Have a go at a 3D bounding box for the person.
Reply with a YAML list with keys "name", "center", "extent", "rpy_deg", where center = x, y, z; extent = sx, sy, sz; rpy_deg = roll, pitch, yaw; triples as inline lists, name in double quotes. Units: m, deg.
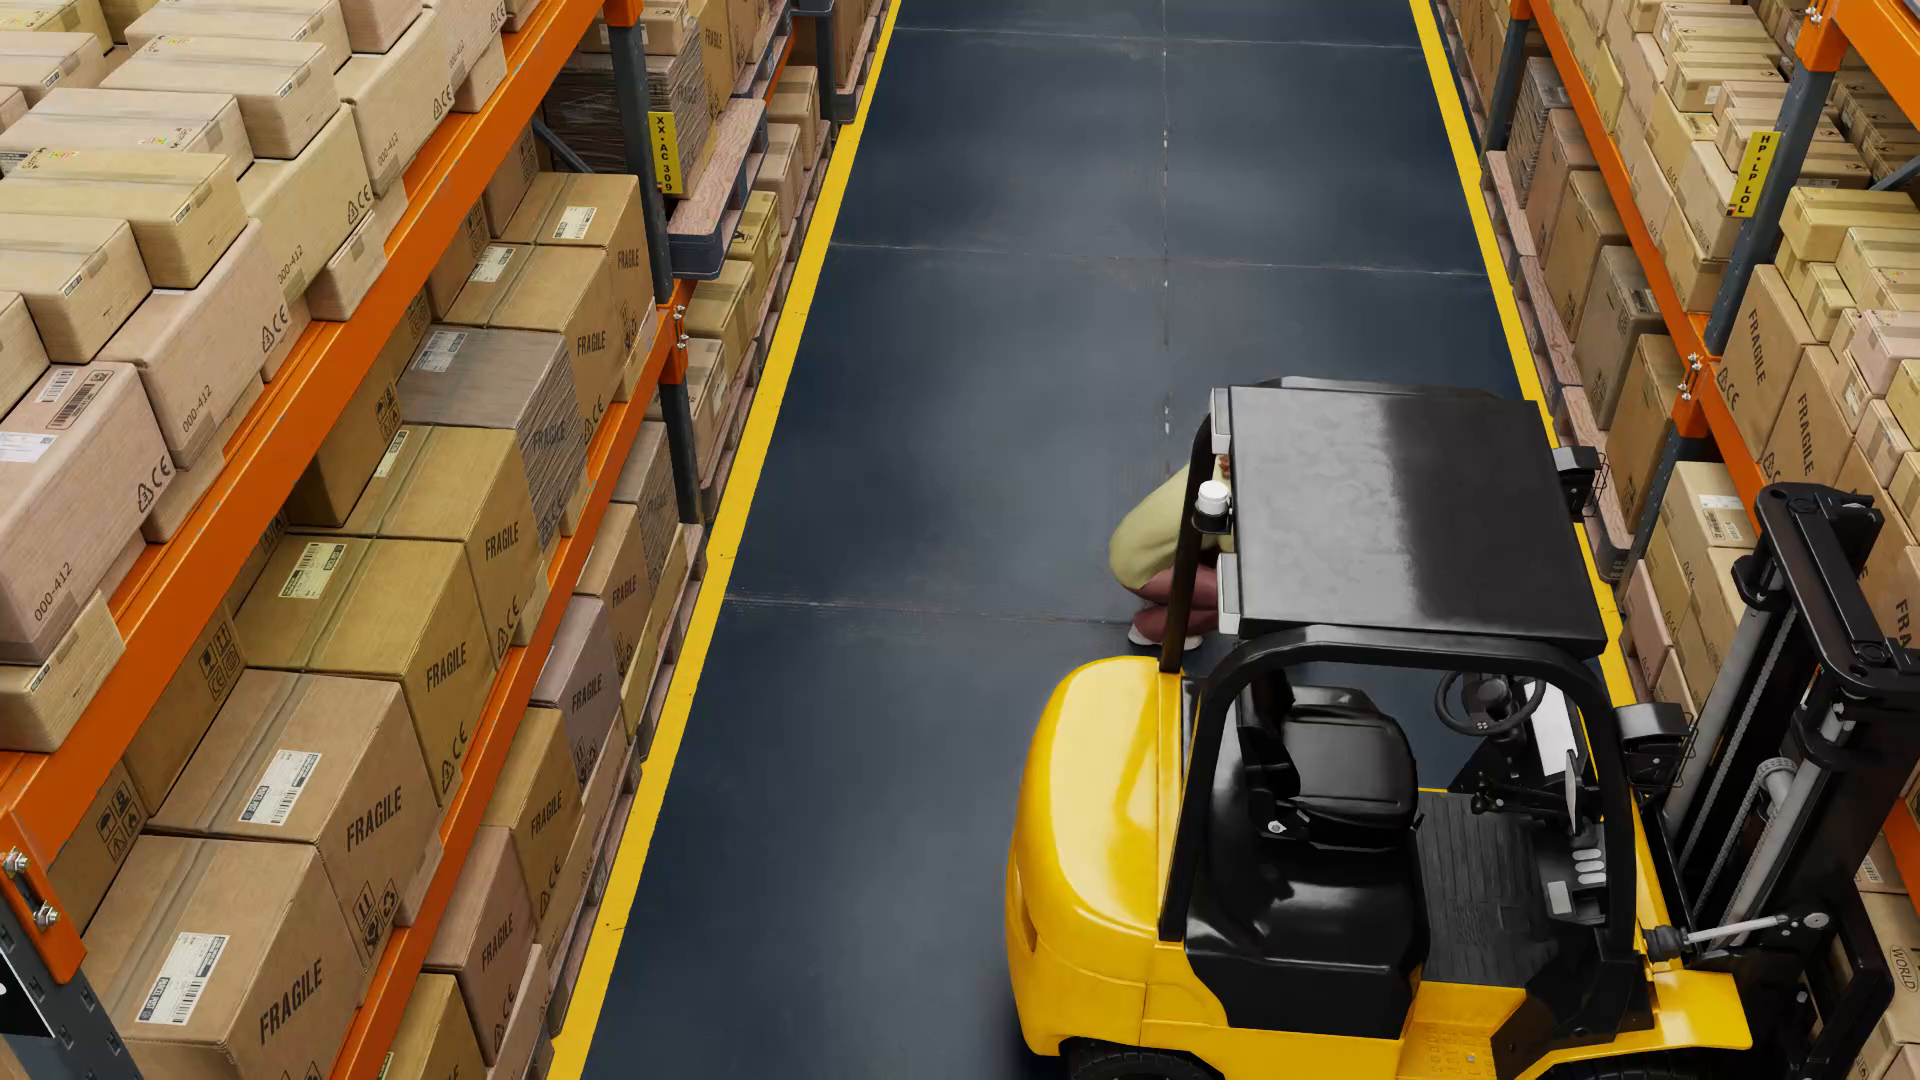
- name: "person"
  center: [1.010, 0.000, 6.739]
  extent: [0.795, 0.933, 0.478]
  rpy_deg: [3, 40, 4]
